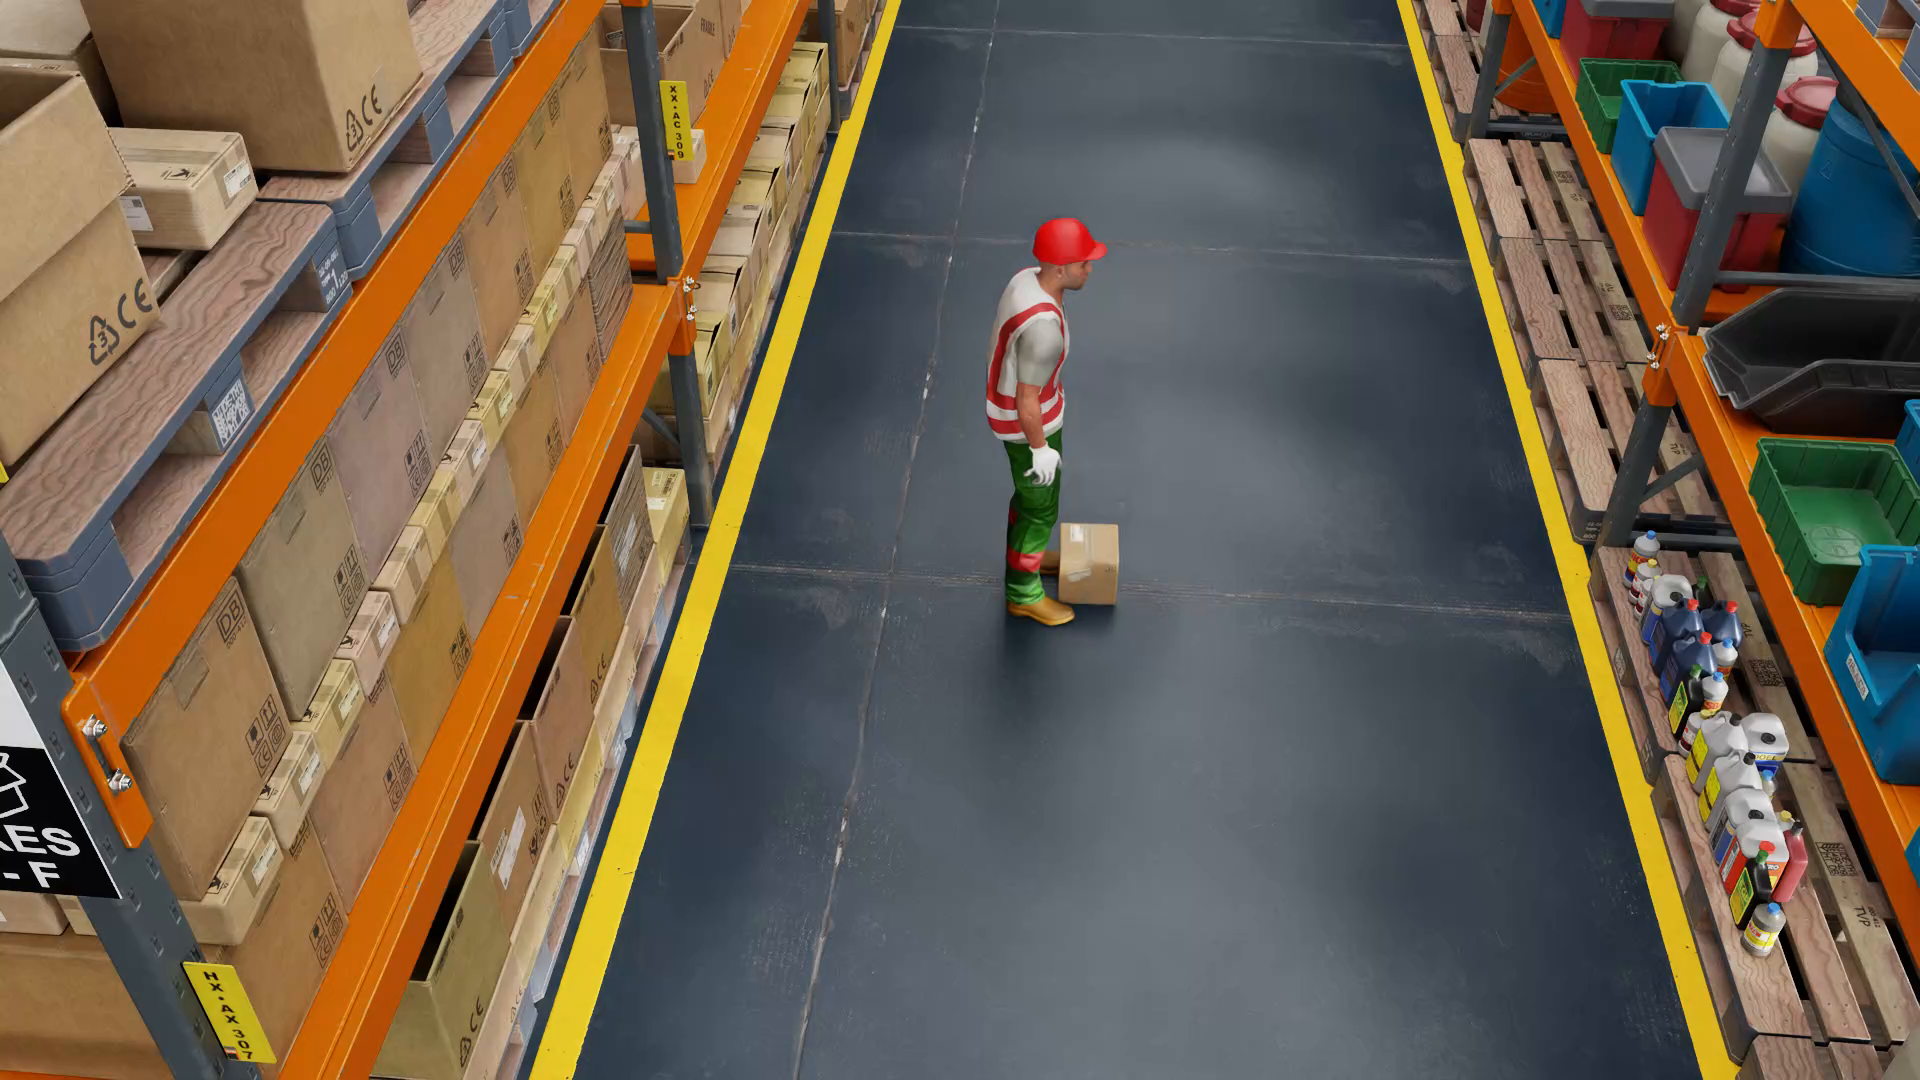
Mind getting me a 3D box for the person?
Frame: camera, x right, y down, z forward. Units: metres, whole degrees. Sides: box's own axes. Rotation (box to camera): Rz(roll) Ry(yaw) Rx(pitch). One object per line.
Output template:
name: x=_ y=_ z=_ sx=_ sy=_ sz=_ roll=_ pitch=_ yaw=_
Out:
person: x=0.328 y=-0.490 z=6.736 sx=0.454 sy=1.777 sz=0.607 roll=2 pitch=40 yaw=2
